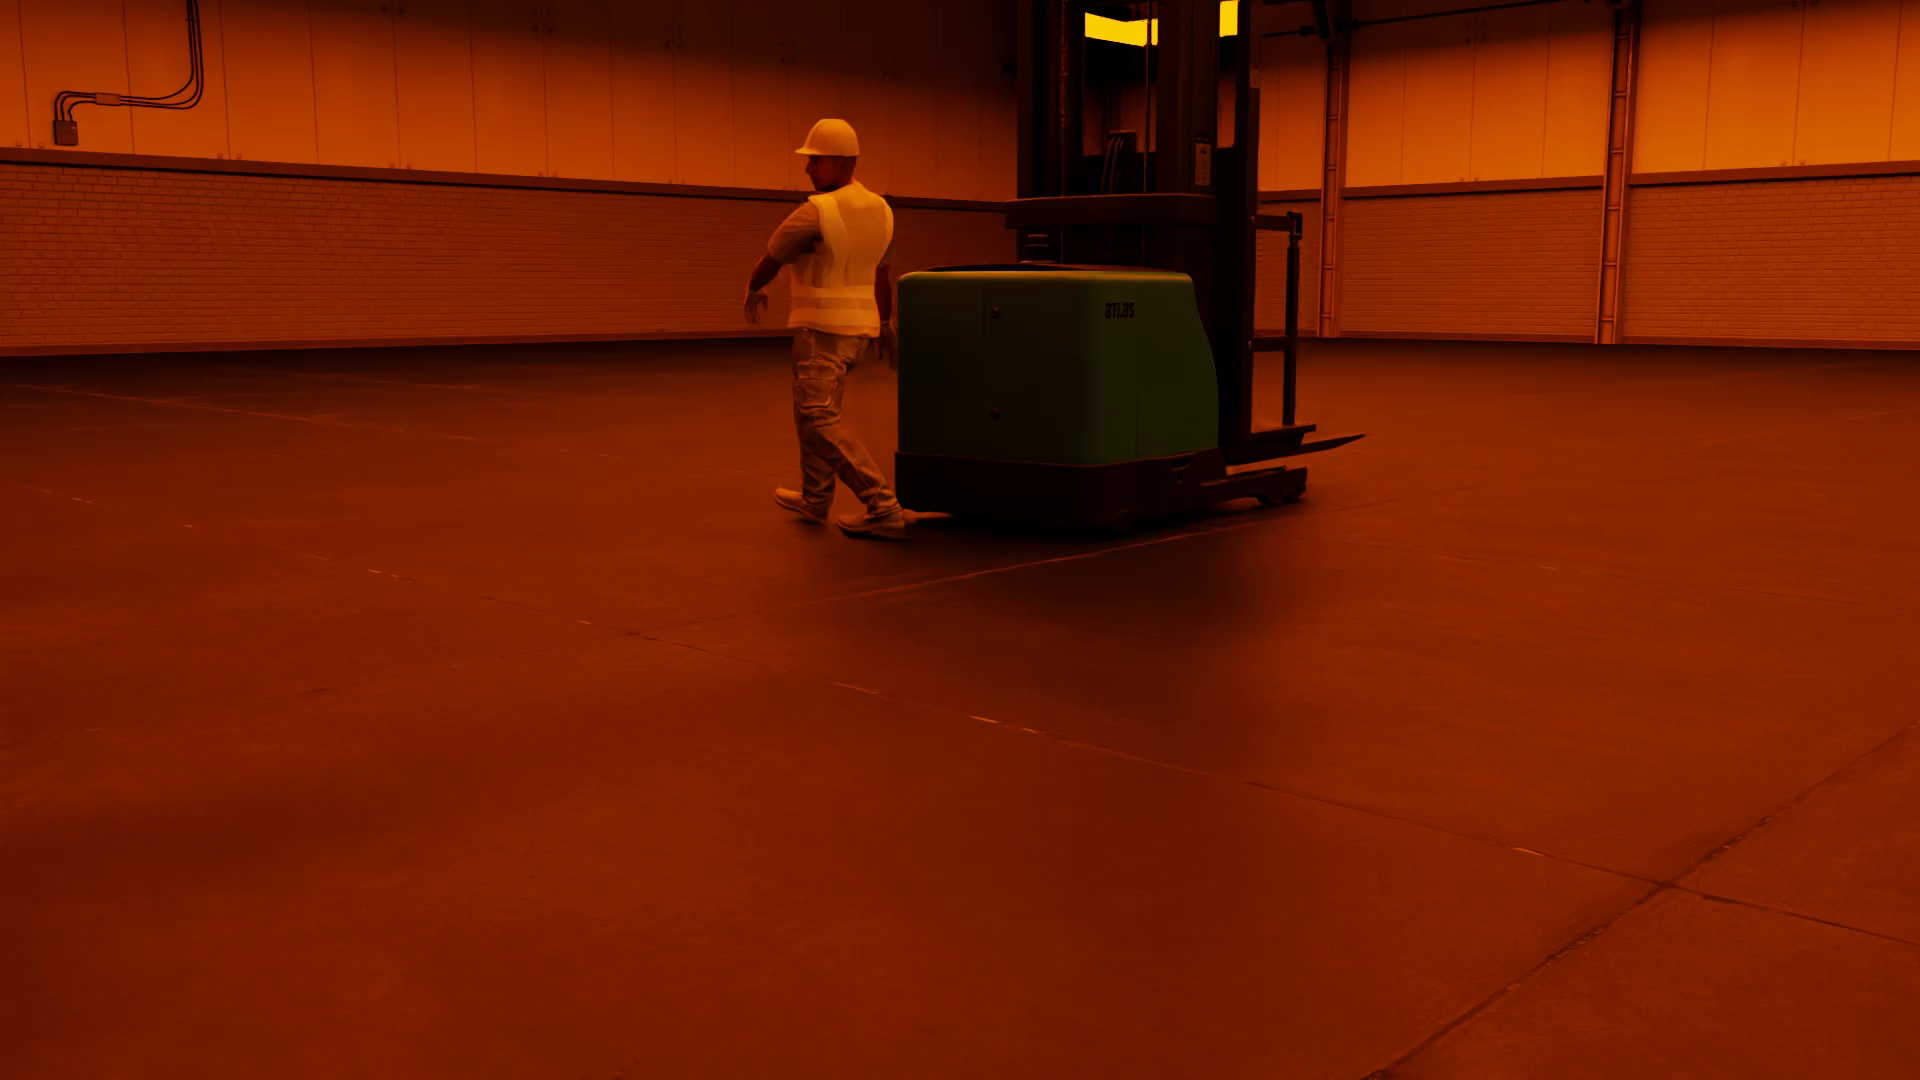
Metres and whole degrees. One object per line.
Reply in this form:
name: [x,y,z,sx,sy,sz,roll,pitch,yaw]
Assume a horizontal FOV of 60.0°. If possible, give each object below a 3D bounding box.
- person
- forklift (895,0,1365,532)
person: [-0.518,-0.886,6.995,0.814,1.699,0.729,4,9,22]
forklift: [1.013,-1.653,7.852,1.130,2.935,3.031,7,11,37]
